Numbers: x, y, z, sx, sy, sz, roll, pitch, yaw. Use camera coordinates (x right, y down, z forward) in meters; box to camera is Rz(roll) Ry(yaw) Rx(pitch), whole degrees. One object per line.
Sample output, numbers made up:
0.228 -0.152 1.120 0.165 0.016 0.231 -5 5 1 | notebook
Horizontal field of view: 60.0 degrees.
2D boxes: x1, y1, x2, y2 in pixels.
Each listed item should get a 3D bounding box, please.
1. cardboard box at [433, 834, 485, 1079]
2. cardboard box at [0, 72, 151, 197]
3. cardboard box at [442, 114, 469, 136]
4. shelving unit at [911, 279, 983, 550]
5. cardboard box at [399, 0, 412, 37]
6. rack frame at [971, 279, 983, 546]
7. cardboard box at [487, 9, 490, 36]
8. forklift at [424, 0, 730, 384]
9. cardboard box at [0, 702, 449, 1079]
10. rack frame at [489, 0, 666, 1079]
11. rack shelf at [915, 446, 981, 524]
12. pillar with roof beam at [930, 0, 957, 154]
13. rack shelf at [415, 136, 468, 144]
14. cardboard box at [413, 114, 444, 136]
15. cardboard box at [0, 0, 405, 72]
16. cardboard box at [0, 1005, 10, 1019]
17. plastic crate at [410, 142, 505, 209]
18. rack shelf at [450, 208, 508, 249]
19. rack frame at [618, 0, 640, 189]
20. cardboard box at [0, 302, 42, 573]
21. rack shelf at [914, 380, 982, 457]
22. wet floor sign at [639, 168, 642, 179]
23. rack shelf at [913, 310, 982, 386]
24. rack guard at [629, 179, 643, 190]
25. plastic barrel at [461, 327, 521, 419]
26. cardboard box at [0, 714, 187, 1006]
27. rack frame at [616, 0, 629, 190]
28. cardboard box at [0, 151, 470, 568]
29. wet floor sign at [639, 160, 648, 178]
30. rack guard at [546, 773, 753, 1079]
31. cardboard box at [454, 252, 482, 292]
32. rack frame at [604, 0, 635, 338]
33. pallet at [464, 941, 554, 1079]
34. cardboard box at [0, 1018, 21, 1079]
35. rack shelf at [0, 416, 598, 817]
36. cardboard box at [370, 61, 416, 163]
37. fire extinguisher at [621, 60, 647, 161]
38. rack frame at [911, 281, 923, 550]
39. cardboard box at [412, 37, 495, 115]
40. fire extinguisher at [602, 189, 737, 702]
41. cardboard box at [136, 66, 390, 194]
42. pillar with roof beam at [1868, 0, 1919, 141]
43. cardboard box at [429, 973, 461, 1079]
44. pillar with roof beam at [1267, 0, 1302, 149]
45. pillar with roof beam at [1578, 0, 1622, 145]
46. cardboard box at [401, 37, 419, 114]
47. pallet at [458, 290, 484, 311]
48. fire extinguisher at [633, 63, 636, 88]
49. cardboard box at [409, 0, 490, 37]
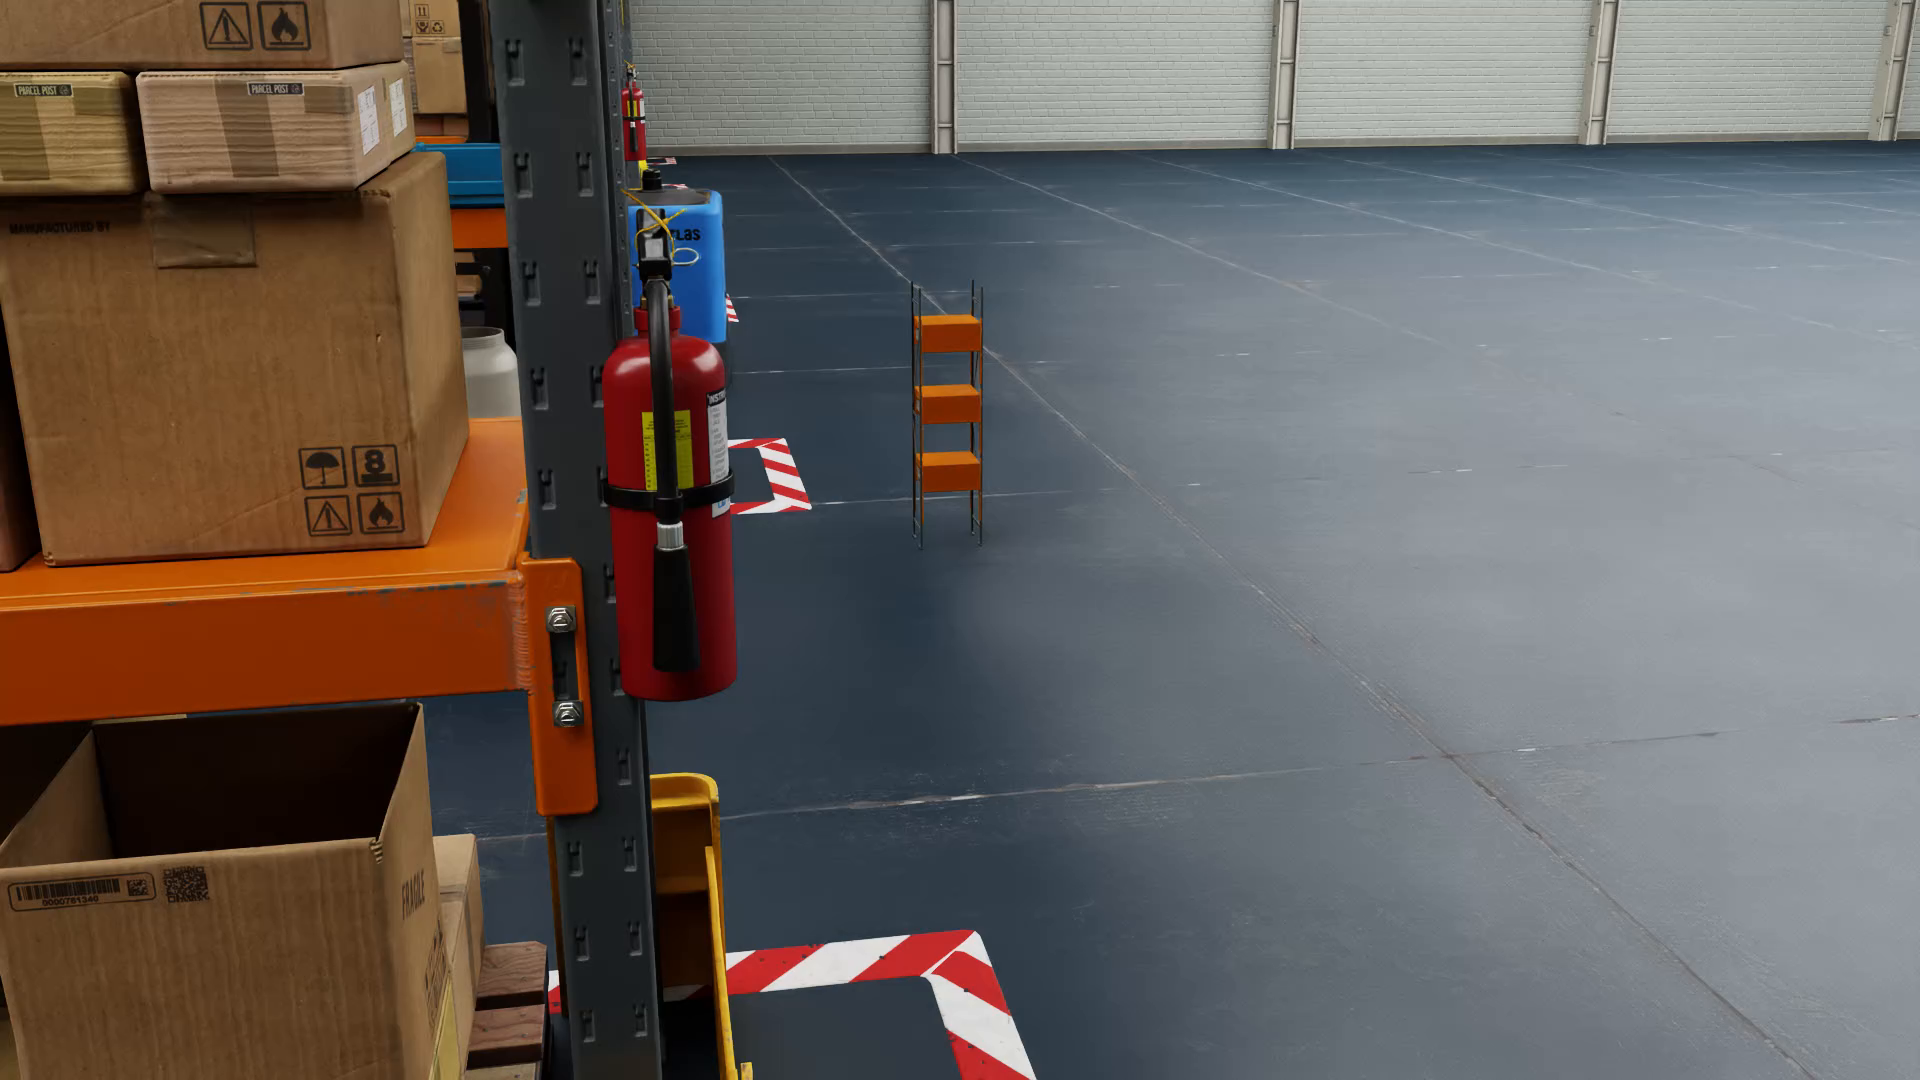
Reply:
-1.171 0.791 3.095 0.500 0.250 0.500 -3 17 -10 | cardboard box
-1.198 -0.555 2.235 0.250 0.149 0.380 -3 17 -9 | cardboard box
-3.448 -2.897 11.562 0.250 0.149 0.380 -3 17 -10 | cardboard box
-0.053 -0.499 6.648 0.252 1.050 0.215 -3 17 -10 | shelving unit
-3.952 -3.654 11.219 0.500 0.500 0.500 -3 17 -10 | cardboard box
0.067 -0.506 6.670 0.008 1.050 0.200 -3 17 -10 | rack frame
-2.971 -3.710 11.403 0.500 0.500 0.500 -3 17 -10 | cardboard box
-2.875 -2.303 9.318 3.031 2.935 1.130 -2 17 -7 | forklift
-1.072 0.582 2.497 0.500 0.500 0.500 -3 17 -10 | cardboard box
-0.602 -0.288 2.642 0.127 3.000 1.000 -3 17 -10 | rack frame
-0.053 -0.223 6.733 0.240 0.259 0.215 -3 17 -10 | rack shelf
0.550 -9.614 22.786 0.400 9.000 9.100 -3 17 -10 | pillar with roof beam
-4.441 -2.689 11.683 4.000 0.370 1.077 -3 17 -10 | rack shelf
-3.701 -2.895 11.556 0.250 0.149 0.380 -3 17 -10 | cardboard box
-1.115 -0.931 2.354 0.500 0.500 0.700 -3 17 -10 | cardboard box
-1.661 0.820 3.001 0.500 0.250 0.500 -3 17 -10 | cardboard box
-1.973 -1.531 6.942 0.616 0.251 0.499 -3 17 -10 | plastic crate
-3.502 -1.261 7.034 4.000 0.370 1.077 -3 17 -10 | rack shelf
-3.319 -4.580 16.614 0.127 3.000 1.000 -3 17 -10 | rack frame
-1.577 -0.283 2.455 0.500 0.500 0.700 -3 17 -9 | cardboard box
-0.053 -0.489 6.651 0.240 0.259 0.215 -3 17 -10 | rack shelf
-3.666 -4.027 18.823 0.232 0.644 0.267 -6 18 -20 | wet floor sign
-0.053 -0.760 6.568 0.240 0.259 0.215 -3 17 -10 | rack shelf
-3.296 -3.386 16.985 0.348 0.500 1.175 -3 17 -10 | rack guard
-2.170 -0.669 7.404 0.421 0.512 0.421 0 17 0 | plastic barrel
-1.661 0.461 2.893 0.500 0.500 0.500 -3 17 -10 | cardboard box
-2.477 -3.144 11.940 0.127 3.000 1.000 -3 17 -10 | rack frame
-1.063 -0.314 2.554 0.500 0.500 0.700 -3 17 -10 | cardboard box
-3.968 -4.578 20.617 0.232 0.644 0.267 3 17 9 | wet floor sign
-0.578 0.905 3.013 0.348 0.500 1.175 -3 17 -10 | rack guard
-3.674 -2.077 12.007 0.500 0.500 0.500 1 17 4 | cardboard box
-1.538 -1.716 7.291 0.127 3.000 1.000 -3 17 -10 | rack frame
-1.345 1.099 2.873 1.213 0.211 1.003 -3 17 -10 | pallet
-1.561 0.972 2.507 0.500 0.250 0.500 -3 17 -10 | cardboard box
-2.566 0.167 2.385 4.000 0.370 1.077 -3 17 -10 | rack shelf
-1.028 -0.686 2.663 0.250 0.149 0.380 -3 17 -11 | cardboard box
-2.278 -2.981 11.540 0.183 0.674 0.296 -3 17 -10 | fire extinguisher
-0.172 -0.492 6.626 0.008 1.050 0.200 -3 17 -10 | rack frame
-3.491 -3.249 11.605 0.500 0.500 0.875 -3 17 -10 | cardboard box
-0.398 -0.124 2.239 0.183 0.674 0.296 -3 17 -10 | fire extinguisher
-0.941 -0.570 2.284 0.250 0.149 0.380 -4 17 -11 | cardboard box
18.224 -10.616 26.050 0.400 9.000 9.100 -3 17 -10 | pillar with roof beam
-1.072 0.940 2.609 0.500 0.250 0.500 -3 17 -10 | cardboard box
6.441 -9.948 23.874 0.400 9.000 9.100 -3 17 -10 | pillar with roof beam
12.332 -10.282 24.962 0.400 9.000 9.100 -3 17 -10 | pillar with roof beam
-3.990 -3.234 11.554 0.500 0.500 0.875 -3 17 -10 | cardboard box
-3.356 -1.772 12.222 1.213 0.211 1.003 -3 17 -10 | pallet
-4.158 -5.838 20.841 0.183 0.674 0.296 -3 17 -10 | fire extinguisher
-3.460 -3.681 11.307 0.500 0.500 0.500 -3 17 -10 | cardboard box
